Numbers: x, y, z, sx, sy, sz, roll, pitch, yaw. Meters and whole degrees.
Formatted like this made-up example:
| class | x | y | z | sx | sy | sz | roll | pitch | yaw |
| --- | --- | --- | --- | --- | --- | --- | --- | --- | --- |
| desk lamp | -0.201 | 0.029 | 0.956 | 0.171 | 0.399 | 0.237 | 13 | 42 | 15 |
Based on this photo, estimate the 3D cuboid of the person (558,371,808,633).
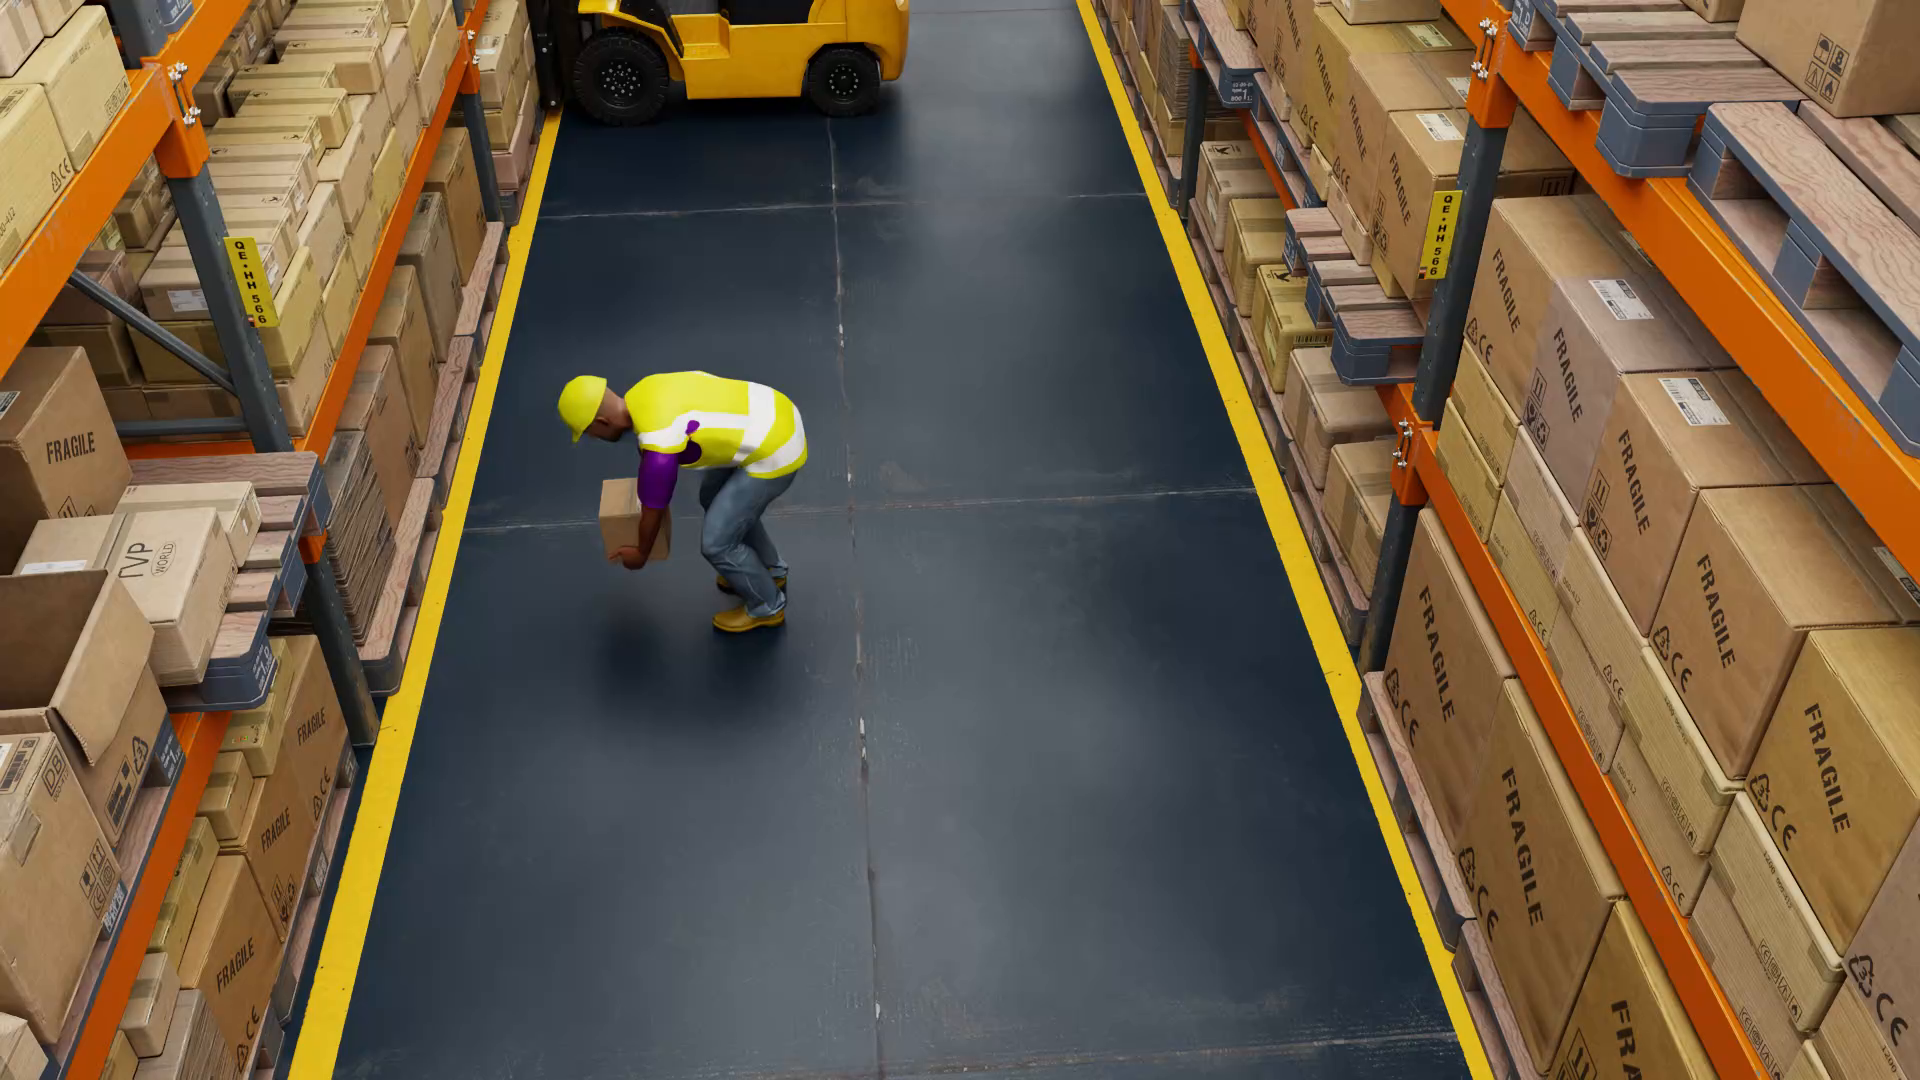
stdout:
| class | x | y | z | sx | sy | sz | roll | pitch | yaw |
| --- | --- | --- | --- | --- | --- | --- | --- | --- | --- |
| person | -1.088 | -0.179 | 6.799 | 0.950 | 1.208 | 0.499 | -5 | 39 | -6 |
